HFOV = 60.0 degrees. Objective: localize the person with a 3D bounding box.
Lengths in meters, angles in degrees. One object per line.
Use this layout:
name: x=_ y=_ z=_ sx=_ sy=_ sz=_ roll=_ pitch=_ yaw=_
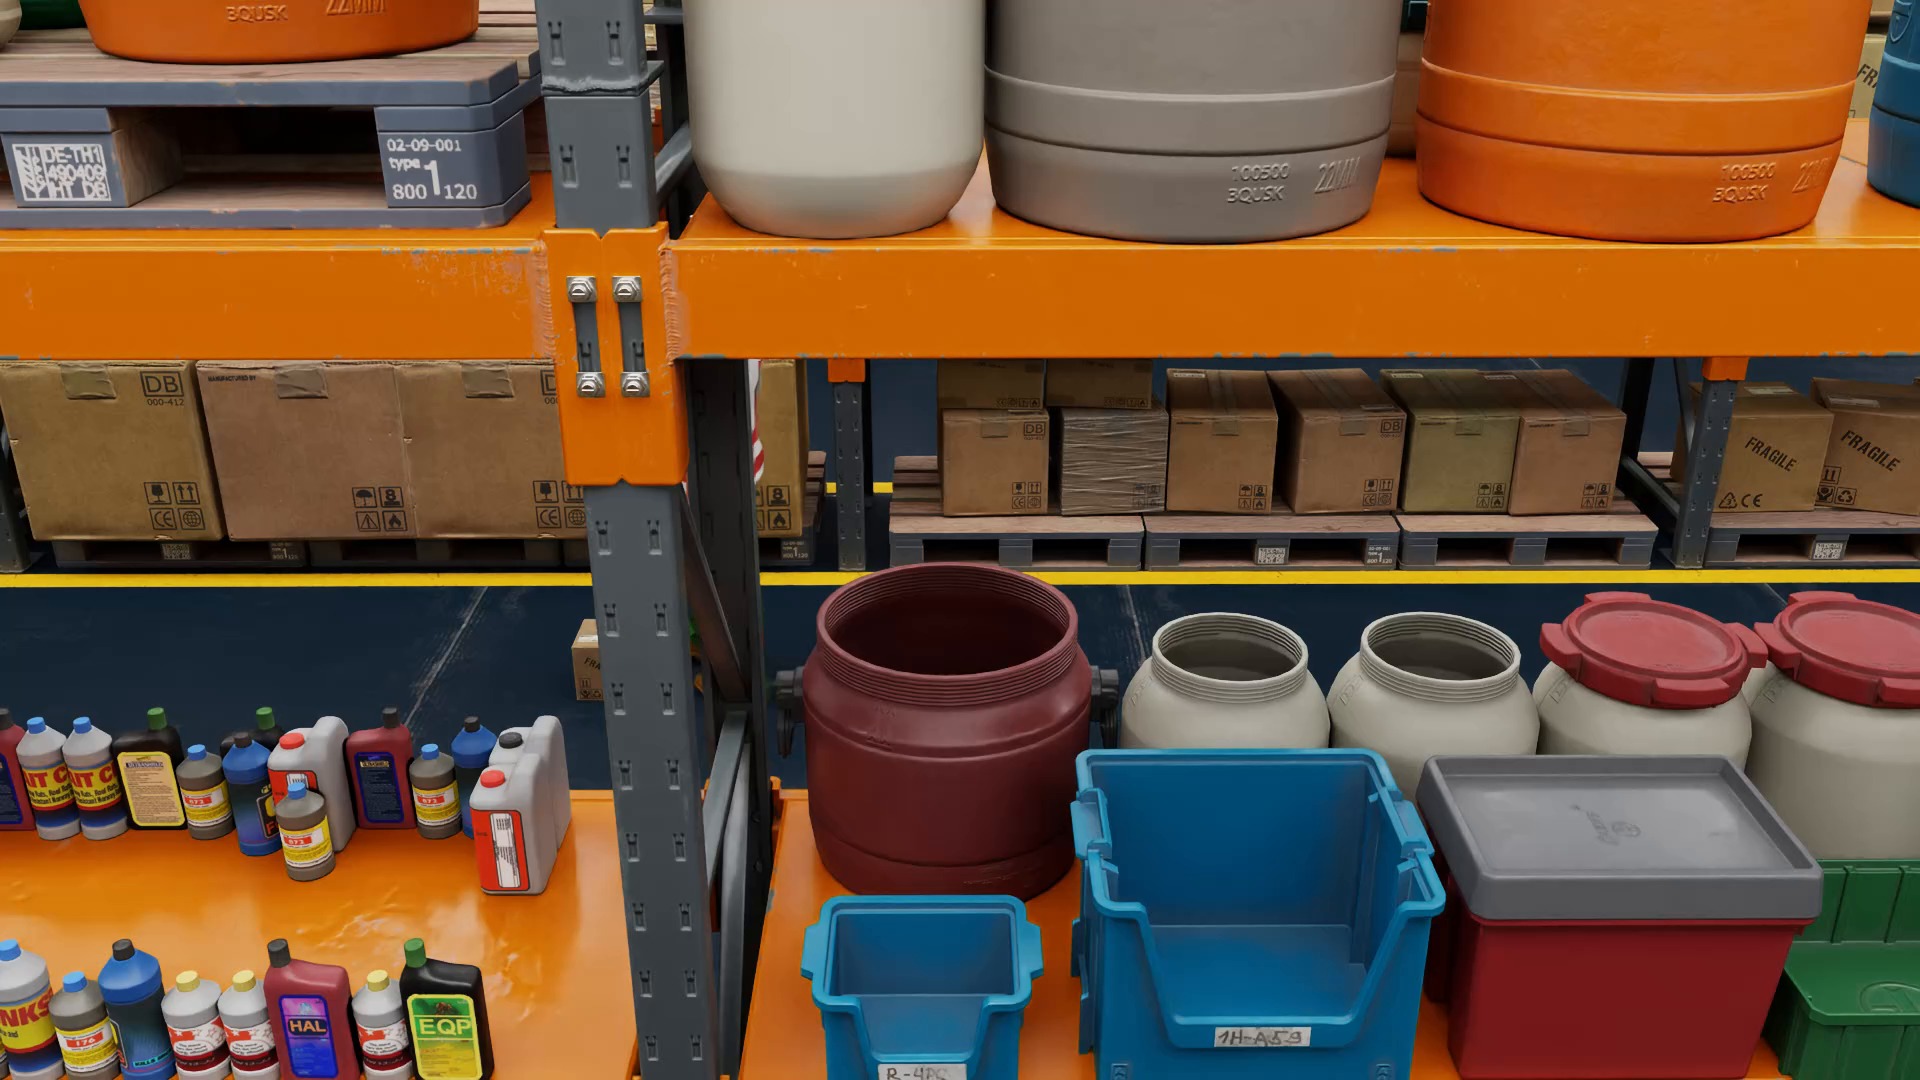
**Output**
person: x=-1.075 y=-0.229 z=6.567 sx=0.600 sy=1.791 sz=0.566 roll=4 pitch=24 yaw=9
